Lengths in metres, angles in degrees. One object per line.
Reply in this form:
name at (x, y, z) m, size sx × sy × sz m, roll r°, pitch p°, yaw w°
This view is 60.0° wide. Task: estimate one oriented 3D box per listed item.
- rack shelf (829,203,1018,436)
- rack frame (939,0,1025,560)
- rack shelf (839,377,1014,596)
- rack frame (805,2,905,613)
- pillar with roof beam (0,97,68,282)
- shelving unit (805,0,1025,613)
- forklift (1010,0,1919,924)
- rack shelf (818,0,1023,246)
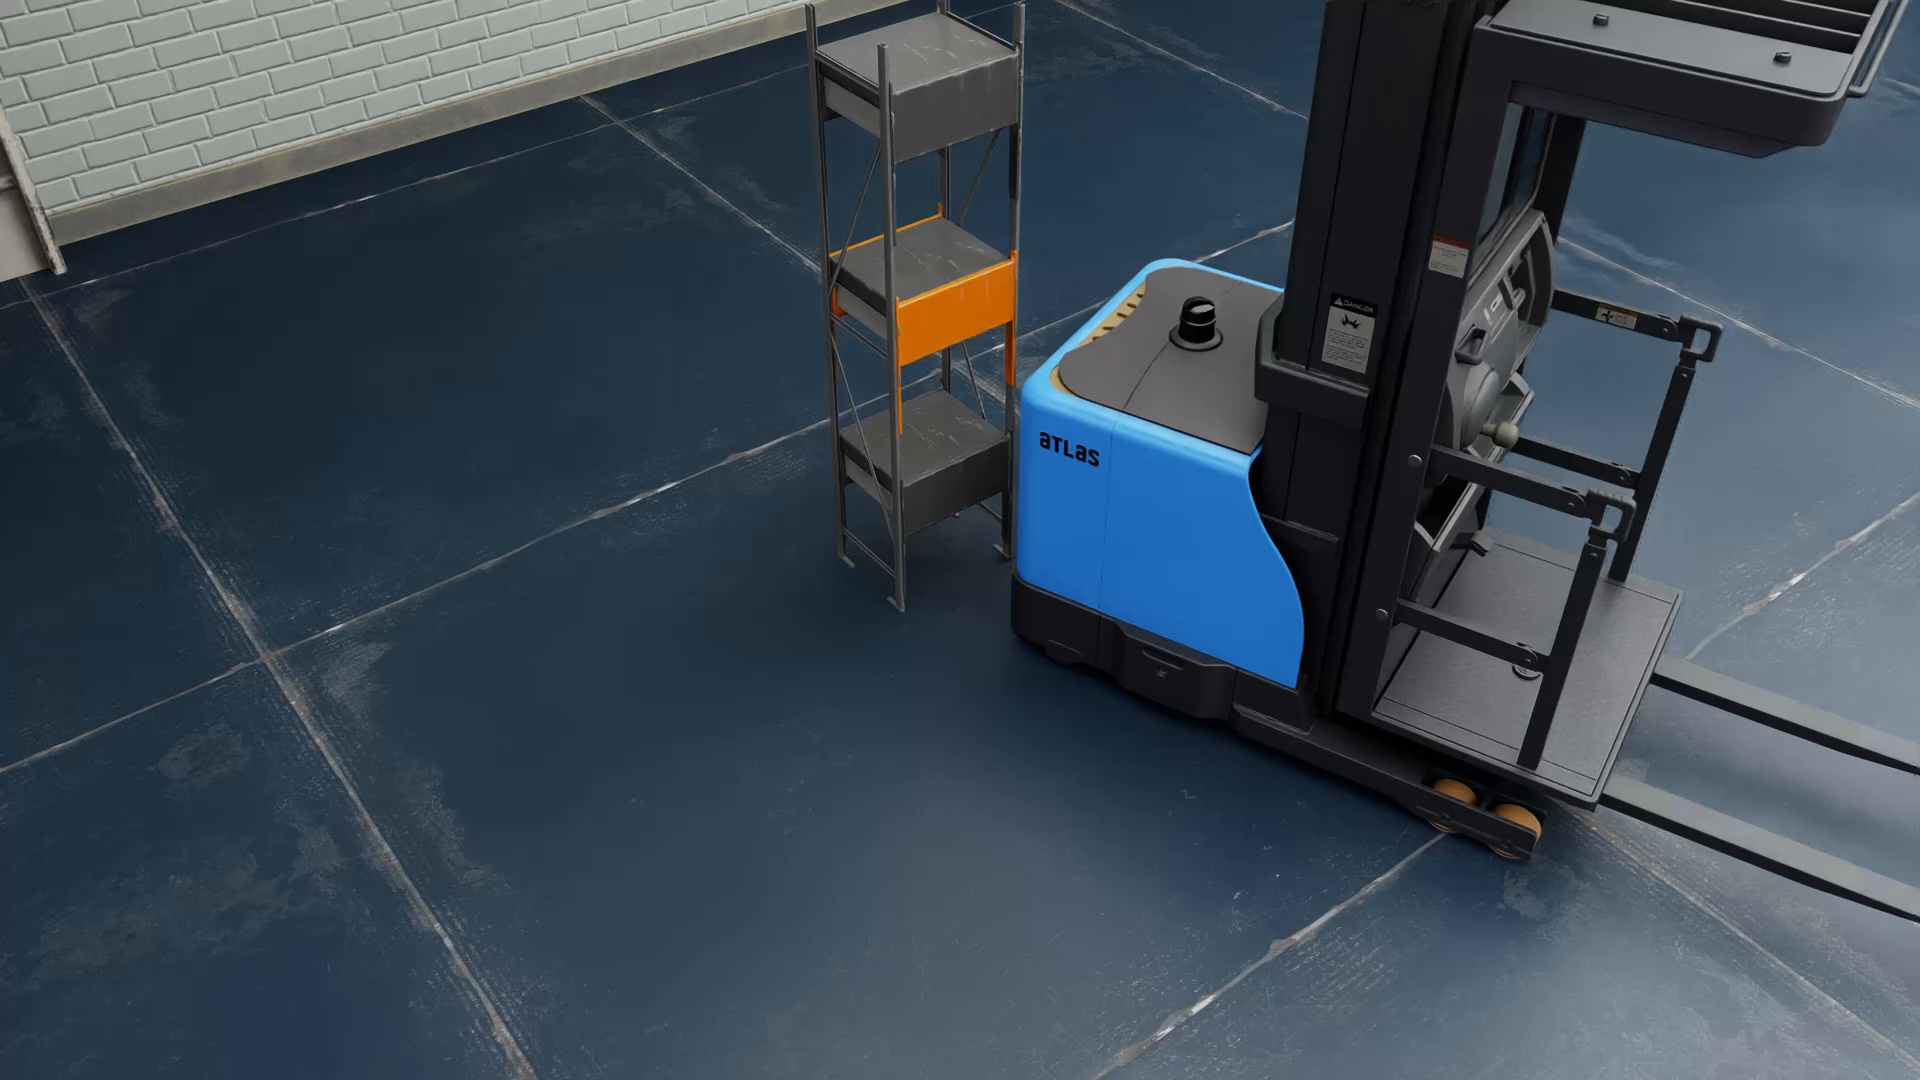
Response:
rack shelf at (-0.131, -0.737, 5.515) m, size 0.480 × 0.518 × 0.431 m, roll -26°, pitch 46°, yaw -28°
rack frame at (0.062, -0.842, 5.621) m, size 0.015 × 2.100 × 0.400 m, roll -26°, pitch 46°, yaw -28°
rack shelf at (-0.131, -0.196, 5.959) m, size 0.480 × 0.518 × 0.431 m, roll -26°, pitch 46°, yaw -28°
rack frame at (-0.325, -0.654, 5.391) m, size 0.015 × 2.100 × 0.400 m, roll -26°, pitch 46°, yaw -28°
pillar with roof beam at (-1.803, -2.572, 2.291) m, size 0.400 × 9.000 × 9.100 m, roll -26°, pitch 46°, yaw -28°
shelving unit at (-0.131, -0.748, 5.506) m, size 0.503 × 2.100 × 0.431 m, roll -26°, pitch 46°, yaw -28°
forklift at (1.700, -0.551, 4.611) m, size 3.031 × 2.935 × 1.130 m, roll 21°, pitch 44°, yaw 24°
rack shelf at (-0.131, -1.278, 5.071) m, size 0.480 × 0.518 × 0.431 m, roll -26°, pitch 46°, yaw -28°
